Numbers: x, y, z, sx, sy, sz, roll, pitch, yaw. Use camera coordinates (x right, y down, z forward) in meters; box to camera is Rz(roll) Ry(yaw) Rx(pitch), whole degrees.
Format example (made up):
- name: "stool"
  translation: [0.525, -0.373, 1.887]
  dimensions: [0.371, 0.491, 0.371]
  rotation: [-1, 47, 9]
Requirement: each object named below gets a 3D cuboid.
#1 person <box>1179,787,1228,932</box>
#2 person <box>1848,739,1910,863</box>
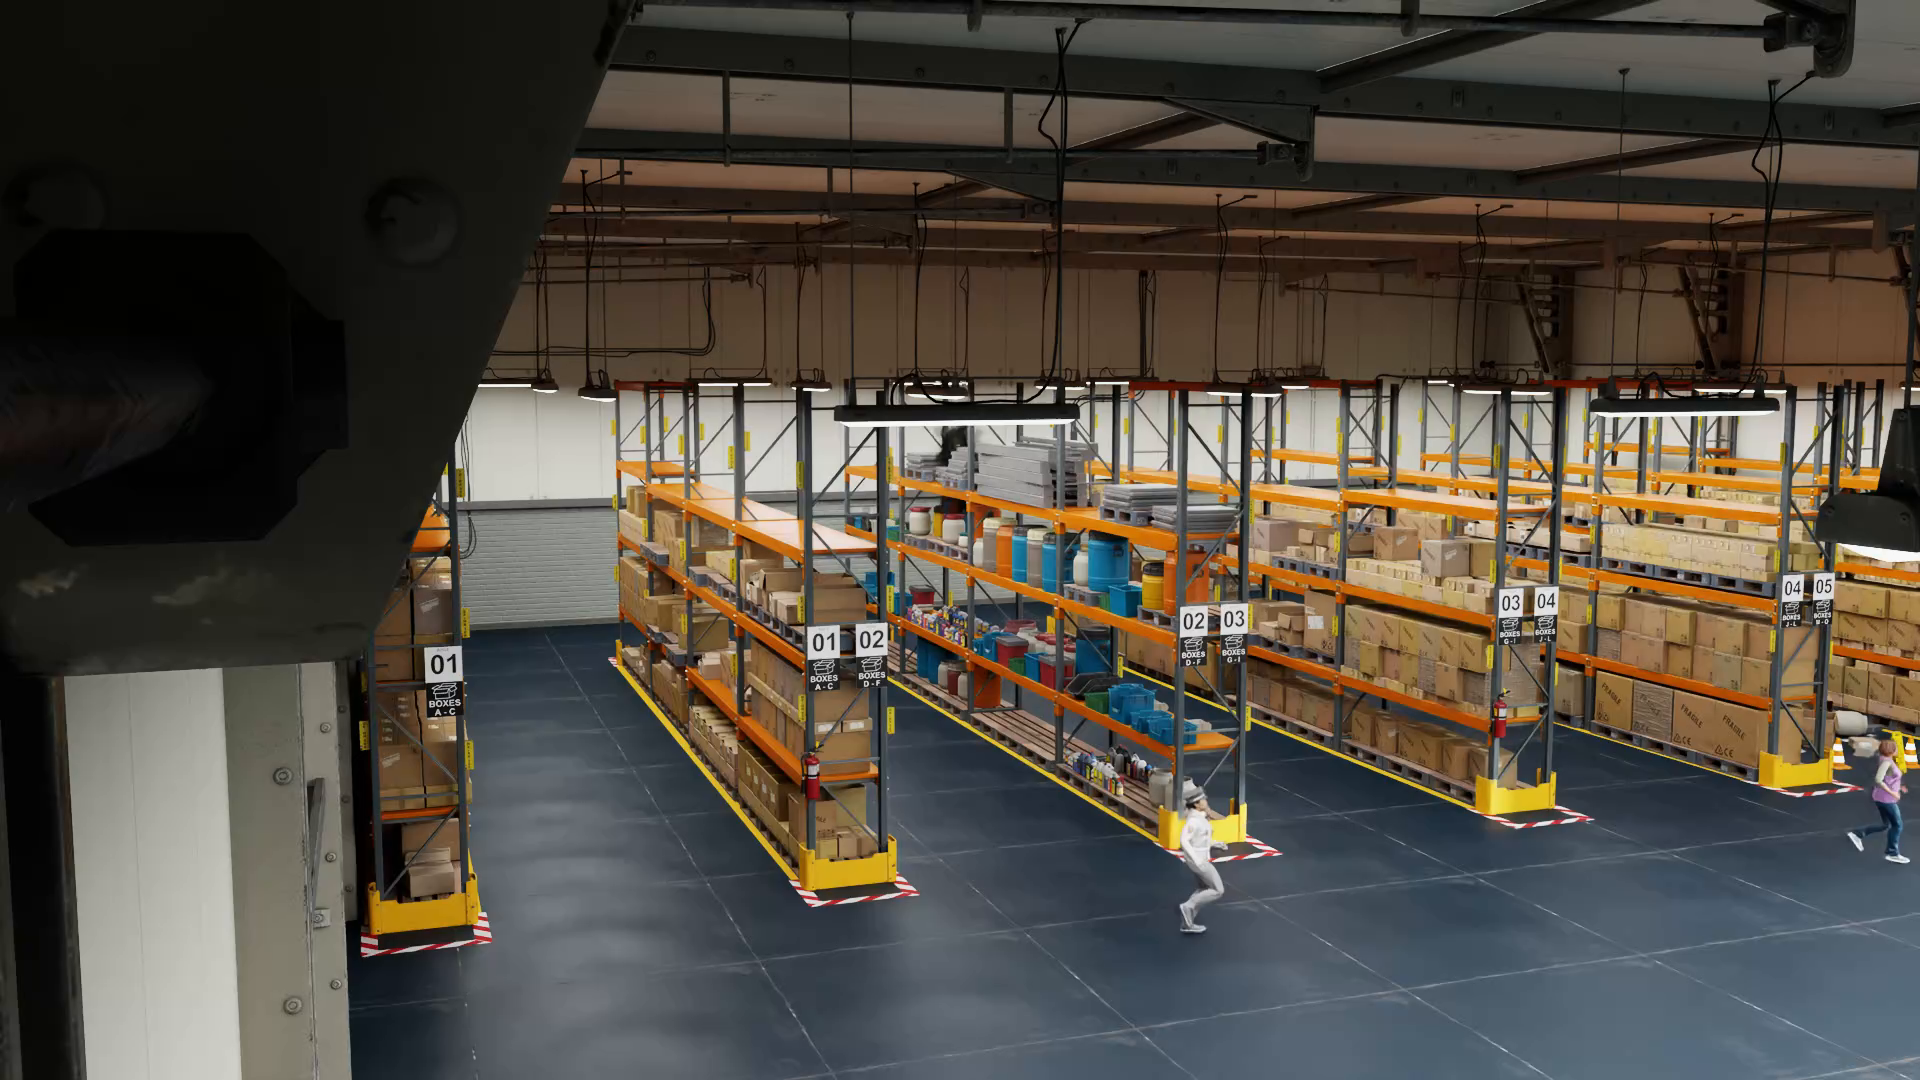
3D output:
- name: "person"
  translation: [2.701, 3.557, 18.491]
  dimensions: [0.550, 1.645, 0.613]
  rotation: [1, 6, 5]
- name: "person"
  translation: [11.730, 3.310, 21.151]
  dimensions: [0.709, 1.581, 0.549]
  rotation: [2, 7, 22]
